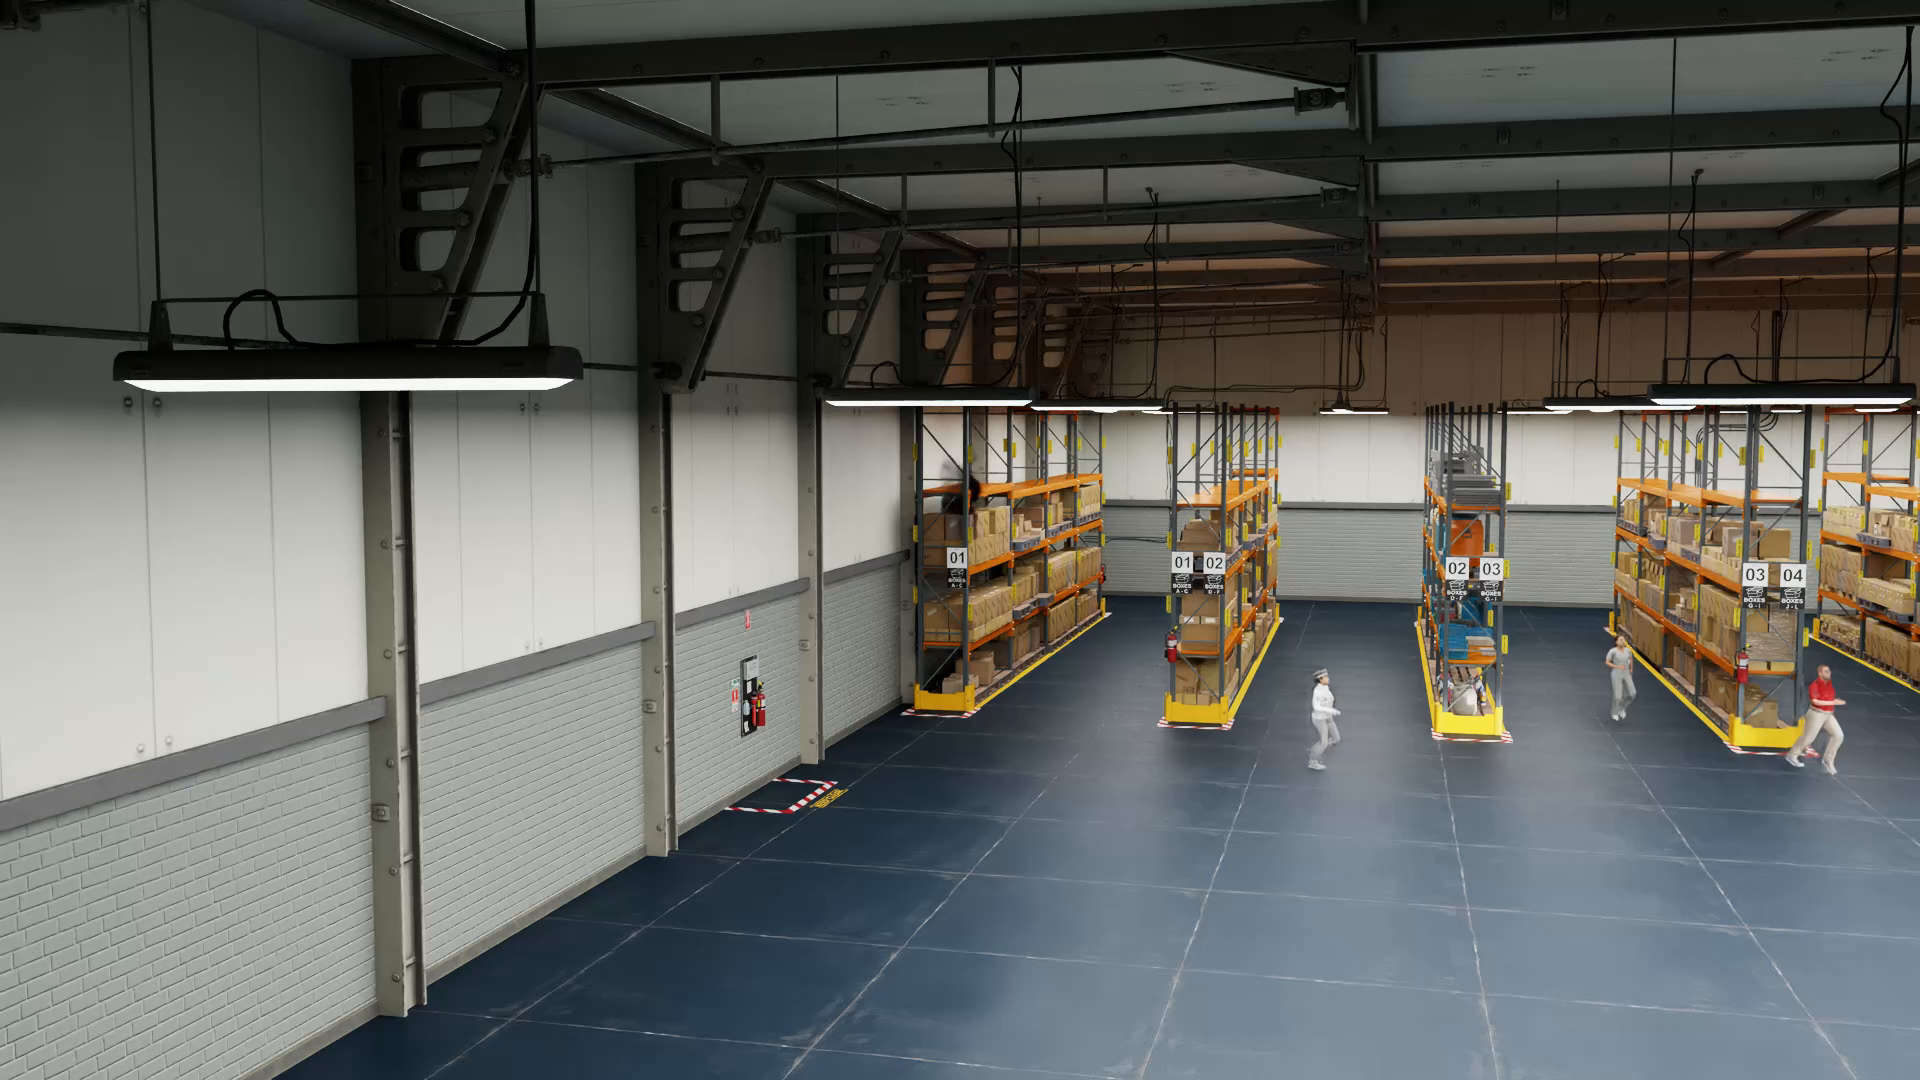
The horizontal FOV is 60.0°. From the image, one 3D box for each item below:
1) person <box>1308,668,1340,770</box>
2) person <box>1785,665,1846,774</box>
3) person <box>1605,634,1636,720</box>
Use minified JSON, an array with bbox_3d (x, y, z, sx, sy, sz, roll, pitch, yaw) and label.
[{"bbox_3d":[5.934,2.898,26.939,0.565,1.654,0.585,3,5,33],"label":"person"},{"bbox_3d":[13.874,2.892,26.849,0.672,1.779,0.912,-3,5,-31],"label":"person"},{"bbox_3d":[12.430,2.583,31.246,0.616,1.641,0.568,-1,4,-8],"label":"person"}]
